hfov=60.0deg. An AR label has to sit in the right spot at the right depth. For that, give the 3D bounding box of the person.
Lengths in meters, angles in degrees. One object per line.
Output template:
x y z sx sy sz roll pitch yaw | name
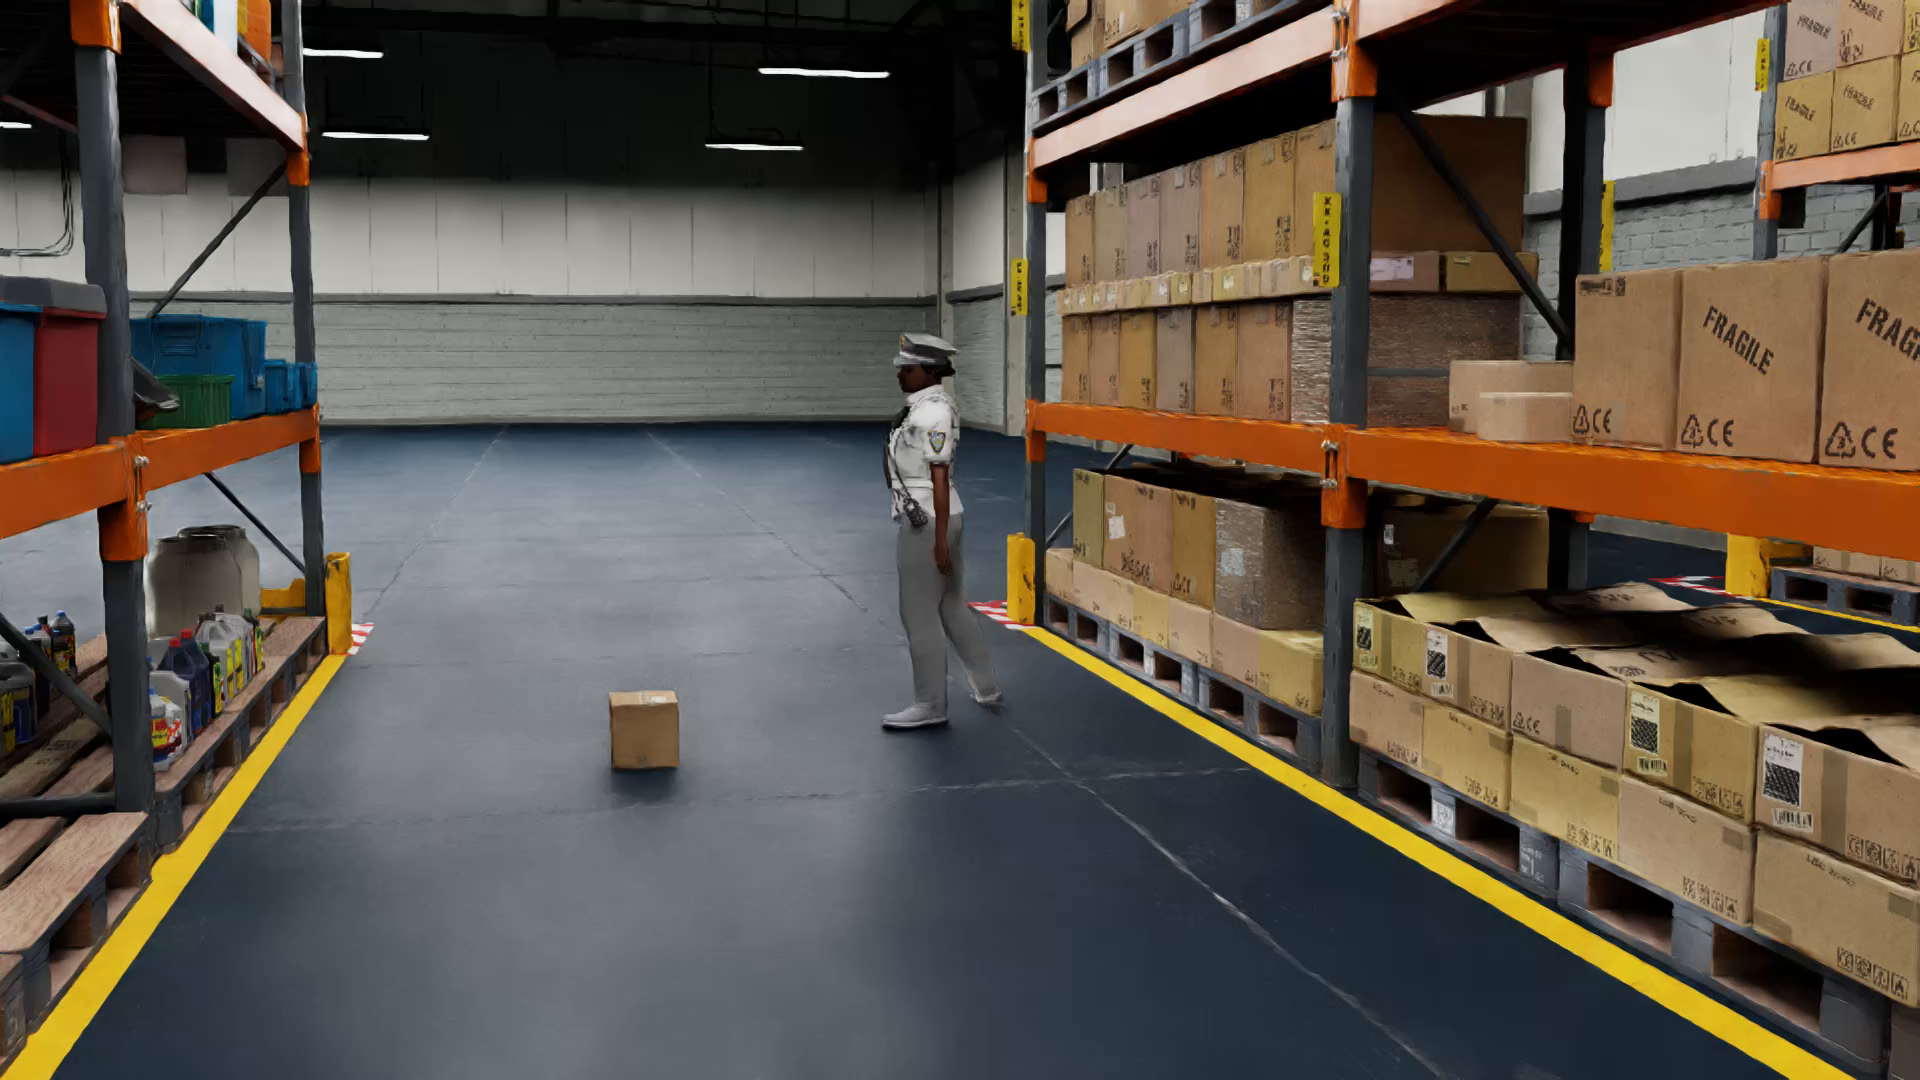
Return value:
-0.073 -0.055 7.168 0.487 1.667 0.665 1 6 6 | person
